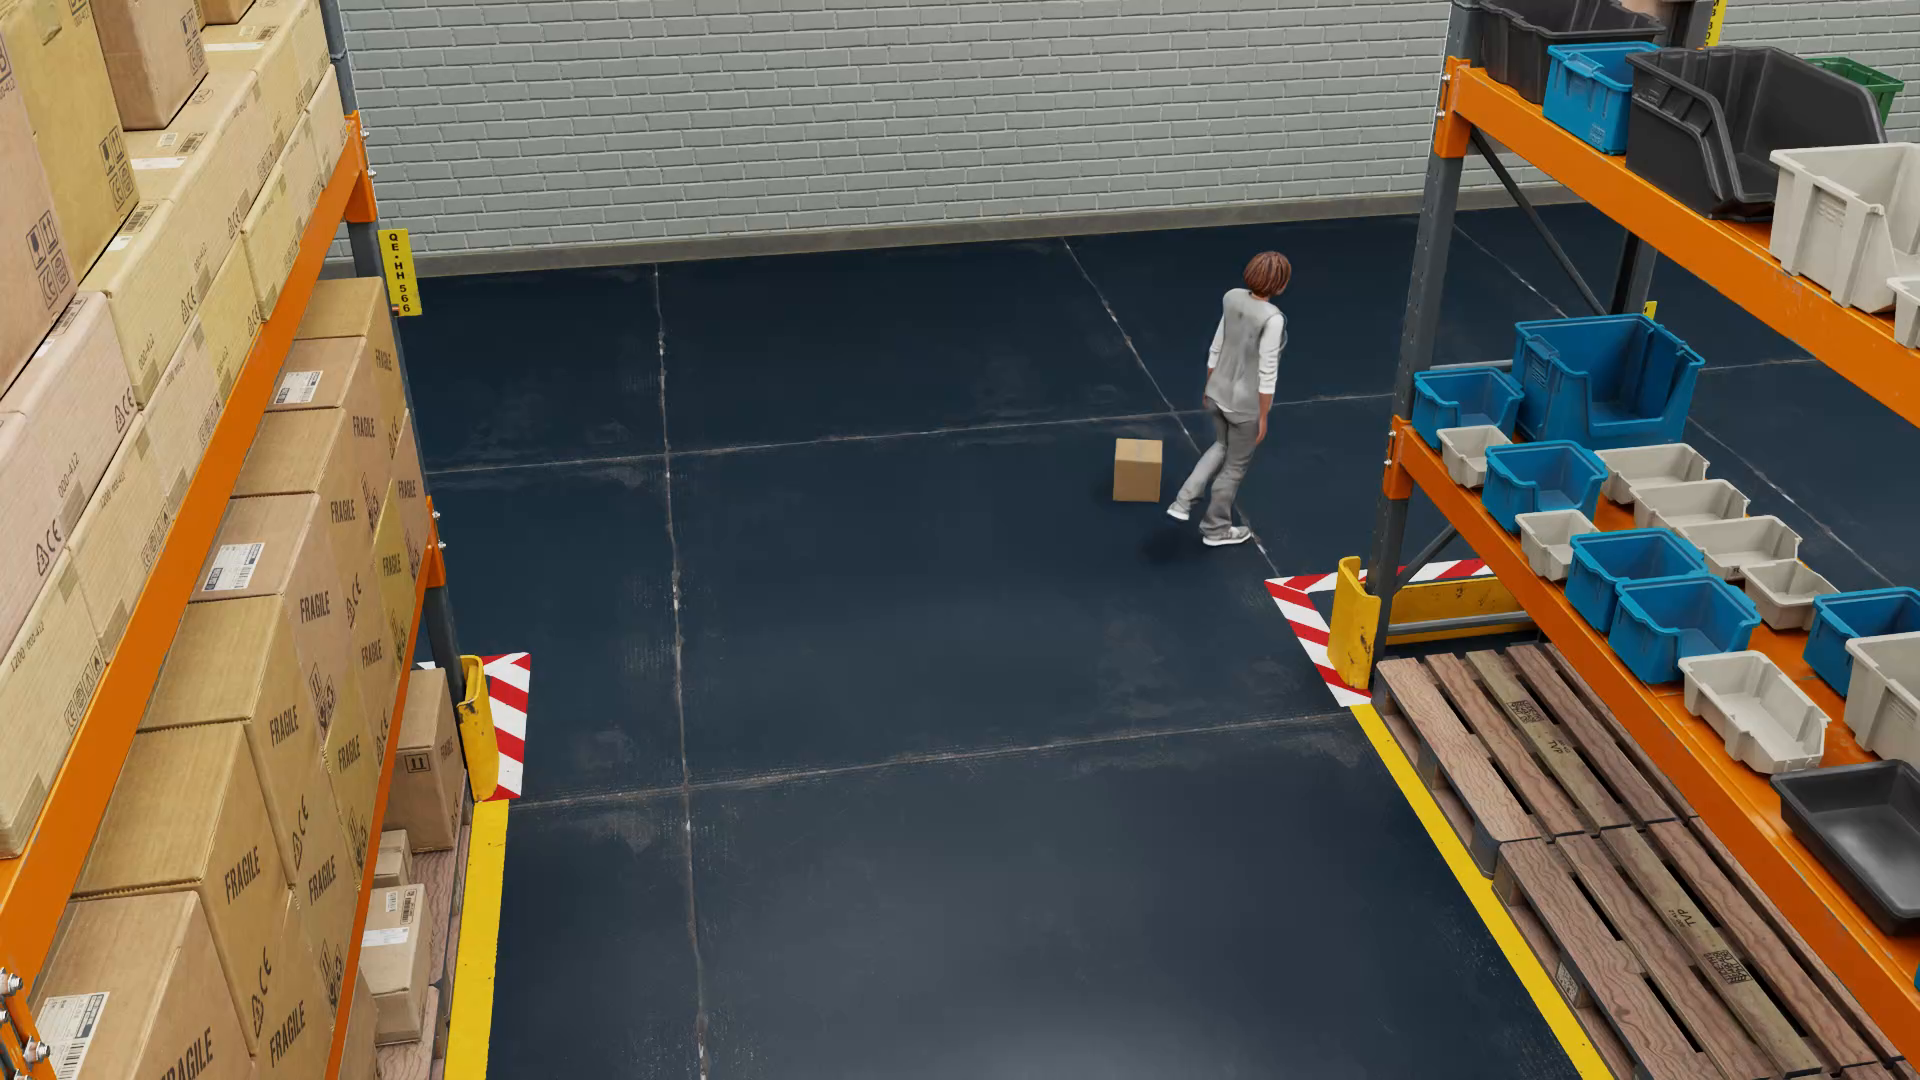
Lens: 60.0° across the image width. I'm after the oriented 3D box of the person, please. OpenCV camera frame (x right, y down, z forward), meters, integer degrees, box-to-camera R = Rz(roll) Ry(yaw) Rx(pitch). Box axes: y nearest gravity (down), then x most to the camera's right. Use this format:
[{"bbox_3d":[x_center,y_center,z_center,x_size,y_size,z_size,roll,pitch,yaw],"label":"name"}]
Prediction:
[{"bbox_3d":[1.332,-0.662,8.246,0.484,1.579,0.480,-17,35,-26],"label":"person"}]
